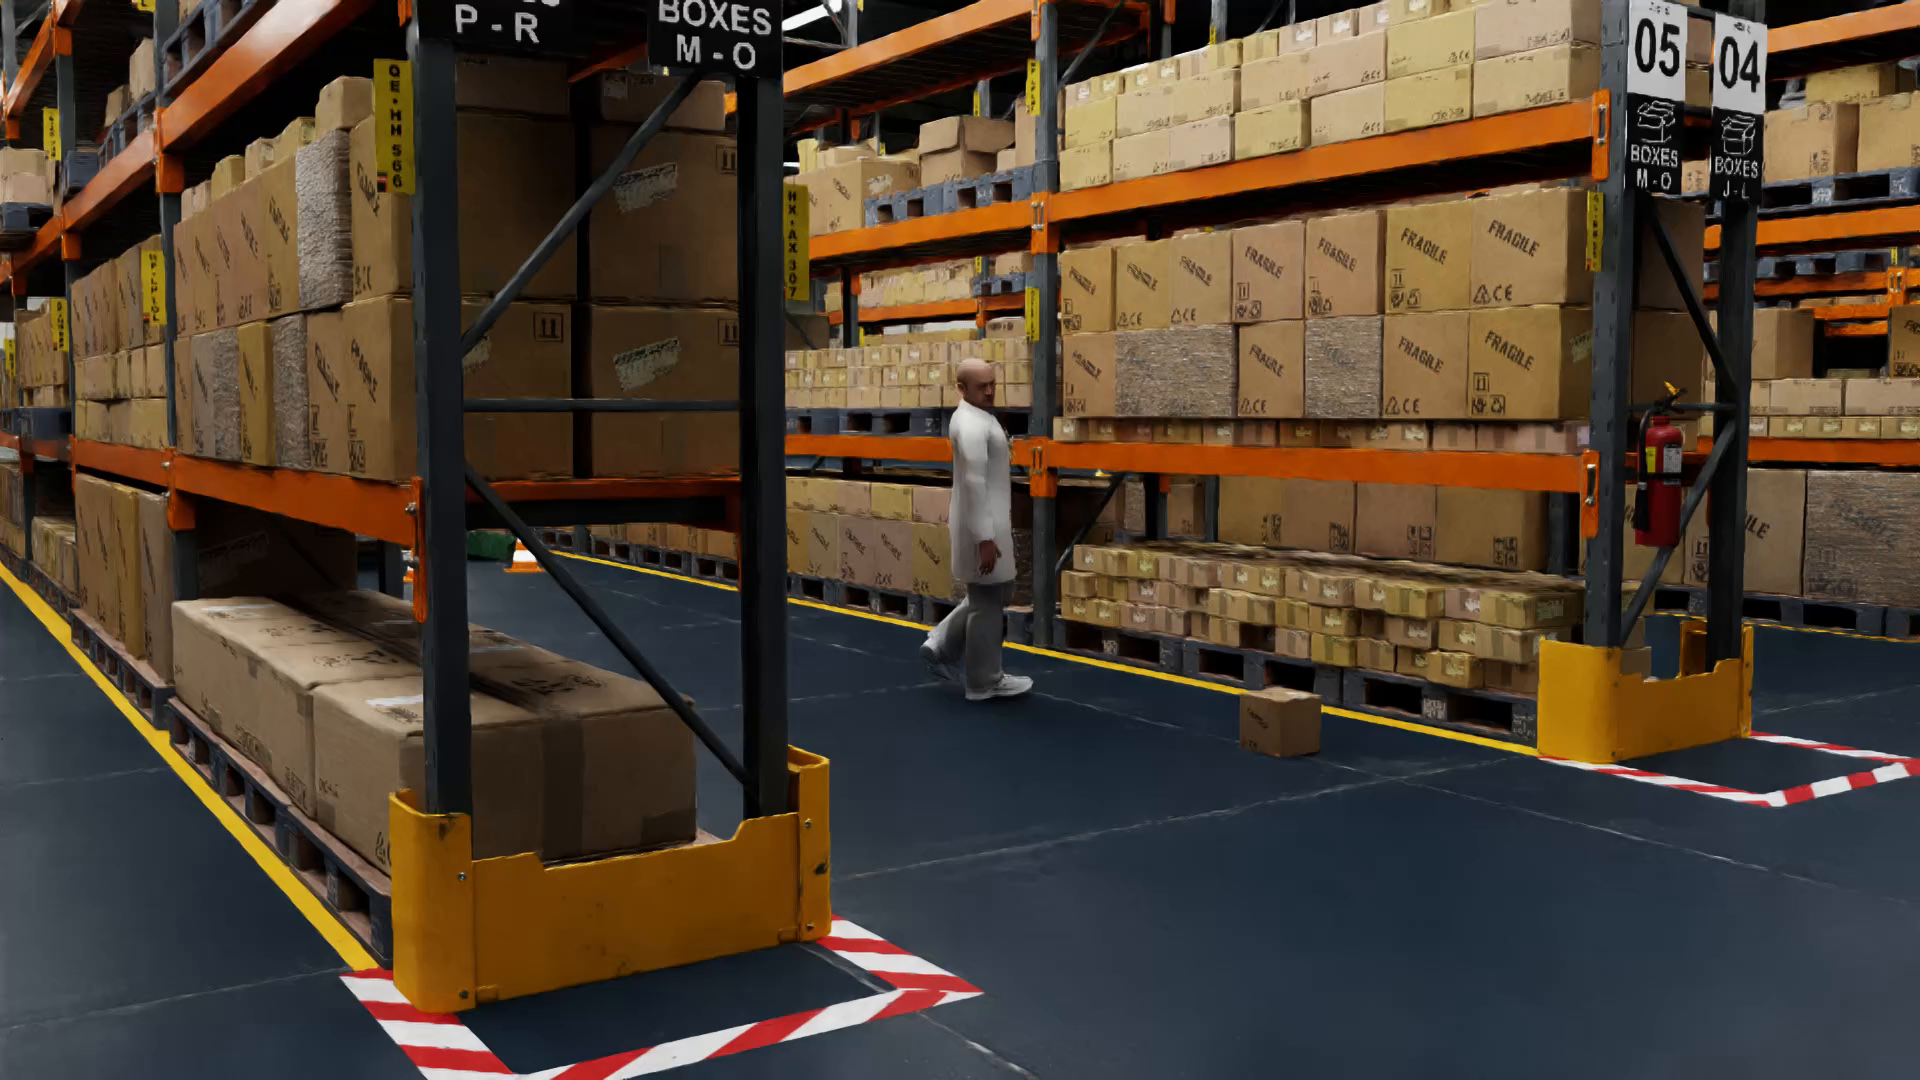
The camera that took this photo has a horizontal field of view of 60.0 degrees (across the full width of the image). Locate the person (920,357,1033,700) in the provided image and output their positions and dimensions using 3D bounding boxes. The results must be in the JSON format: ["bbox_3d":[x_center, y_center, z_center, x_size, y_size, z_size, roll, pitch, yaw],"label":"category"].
[{"bbox_3d":[0.121,-0.044,8.448,0.602,1.754,0.668,-1,5,-15],"label":"person"}]
